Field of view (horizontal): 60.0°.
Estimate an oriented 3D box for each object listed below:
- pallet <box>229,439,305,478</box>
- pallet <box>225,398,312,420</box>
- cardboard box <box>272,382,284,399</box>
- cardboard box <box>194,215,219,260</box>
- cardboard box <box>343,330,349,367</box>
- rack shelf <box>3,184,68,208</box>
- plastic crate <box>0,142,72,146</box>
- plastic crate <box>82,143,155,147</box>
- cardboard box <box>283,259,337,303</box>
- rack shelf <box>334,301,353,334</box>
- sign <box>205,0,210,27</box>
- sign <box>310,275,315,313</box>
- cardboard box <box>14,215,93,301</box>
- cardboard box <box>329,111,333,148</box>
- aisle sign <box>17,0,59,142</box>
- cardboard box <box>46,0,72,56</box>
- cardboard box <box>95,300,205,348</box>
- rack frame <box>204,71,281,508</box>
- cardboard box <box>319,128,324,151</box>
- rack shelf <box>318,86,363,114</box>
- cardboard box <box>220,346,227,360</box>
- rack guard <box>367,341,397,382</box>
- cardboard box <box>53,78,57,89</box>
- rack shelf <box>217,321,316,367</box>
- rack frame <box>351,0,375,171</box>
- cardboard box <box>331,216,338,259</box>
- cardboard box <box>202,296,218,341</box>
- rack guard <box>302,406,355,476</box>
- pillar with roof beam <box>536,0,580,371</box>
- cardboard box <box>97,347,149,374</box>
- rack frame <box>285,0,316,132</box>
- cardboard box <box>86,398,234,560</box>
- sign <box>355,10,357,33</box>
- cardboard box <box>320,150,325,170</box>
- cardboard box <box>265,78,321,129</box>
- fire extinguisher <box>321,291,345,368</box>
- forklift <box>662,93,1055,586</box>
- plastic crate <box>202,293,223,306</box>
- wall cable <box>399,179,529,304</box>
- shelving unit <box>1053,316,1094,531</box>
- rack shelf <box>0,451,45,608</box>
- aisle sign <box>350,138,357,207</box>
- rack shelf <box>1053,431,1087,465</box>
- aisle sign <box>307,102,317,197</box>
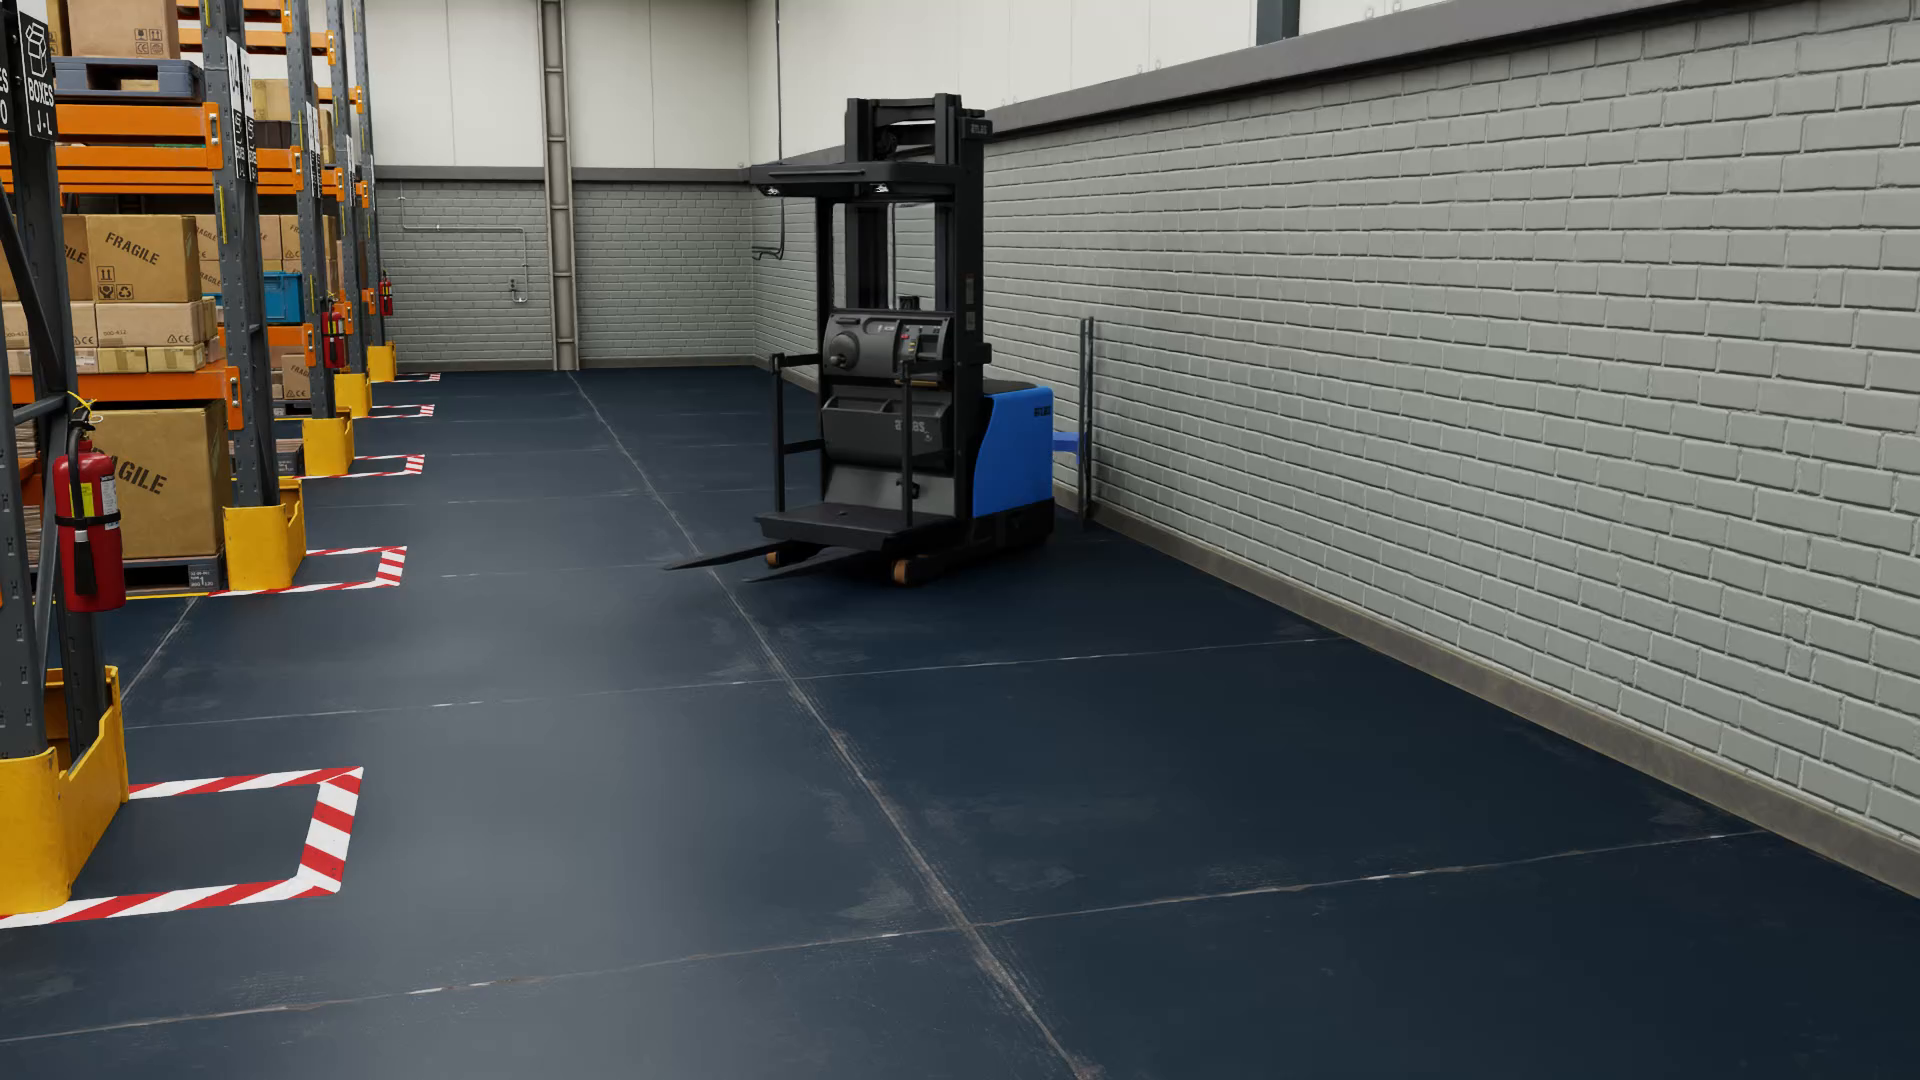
[{"bbox_3d":[-6.556,-0.731,14.934,1.213,0.211,1.003,-3,11,-16],"label":"pallet"},{"bbox_3d":[-7.973,-1.583,19.561,1.213,0.211,1.003,-3,11,-16],"label":"pallet"},{"bbox_3d":[-8.002,-1.746,19.358,0.250,0.166,0.380,-3,11,-16],"label":"cardboard box"},{"bbox_3d":[-8.466,-3.416,18.782,0.500,0.500,0.500,-3,11,-14],"label":"cardboard box"},{"bbox_3d":[-9.167,-2.784,24.128,0.500,0.500,0.700,-3,11,-16],"label":"cardboard box"},{"bbox_3d":[-14.284,-4.677,22.371,4.000,0.370,1.077,-3,11,-16],"label":"rack shelf"},{"bbox_3d":[-7.668,-3.335,13.821,0.530,0.136,0.437,-3,11,-16],"label":"plastic crate"},{"bbox_3d":[-7.297,-3.552,14.445,0.767,0.338,0.504,-3,11,-16],"label":"plastic crate"},{"bbox_3d":[-7.489,-2.978,19.161,0.500,0.500,0.500,-3,11,-14],"label":"cardboard box"},{"bbox_3d":[-9.055,-2.544,19.065,4.000,0.370,1.077,-3,11,-16],"label":"rack shelf"},{"bbox_3d":[-4.231,-3.053,9.334,0.005,0.325,0.100,-3,11,-16],"label":"sign"},{"bbox_3d":[-5.584,-2.123,14.342,0.005,0.325,0.100,-3,11,-16],"label":"sign"},{"bbox_3d":[-5.386,-1.715,10.099,0.500,0.500,0.500,-3,11,-17],"label":"cardboard box"},{"bbox_3d":[-9.291,-5.891,23.881,0.500,0.500,0.500,-3,11,-18],"label":"cardboard box"},{"bbox_3d":[-3.094,-1.743,5.551,0.004,0.787,0.394,-3,11,-16],"label":"aisle sign"},{"bbox_3d":[-5.428,-3.013,9.632,0.500,0.500,0.700,-3,11,-18],"label":"cardboard box"},{"bbox_3d":[-4.761,-1.278,9.797,0.500,0.250,0.500,-3,11,-17],"label":"cardboard box"},{"bbox_3d":[-4.369,-1.276,10.194,0.127,3.000,1.000,-3,11,-16],"label":"rack frame"},{"bbox_3d":[-7.701,-4.665,19.351,0.500,0.250,0.500,-3,11,-16],"label":"cardboard box"},{"bbox_3d":[-10.443,-6.158,23.235,4.000,0.370,1.077,-3,11,-16],"label":"rack shelf"},{"bbox_3d":[-10.640,-2.705,23.698,0.500,0.500,0.700,-3,11,-15],"label":"cardboard box"},{"bbox_3d":[-8.500,-2.631,24.459,0.348,0.500,1.175,-3,11,-16],"label":"rack guard"},{"bbox_3d":[-9.999,-4.844,18.252,0.500,0.500,0.700,-3,11,-16],"label":"cardboard box"},{"bbox_3d":[-7.674,-1.682,14.387,4.000,0.370,1.077,-3,11,-16],"label":"rack shelf"},{"bbox_3d":[-8.523,-6.810,23.683,0.127,3.000,1.000,-3,11,-16],"label":"rack frame"},{"bbox_3d":[-7.634,-3.563,19.577,0.500,0.500,0.500,-3,11,-14],"label":"cardboard box"},{"bbox_3d":[-4.906,-1.371,10.304,0.500,0.250,0.500,-3,11,-17],"label":"cardboard box"},{"bbox_3d":[-5.734,-0.911,15.117,0.348,0.500,1.175,-3,11,-16],"label":"rack guard"},{"bbox_3d":[-4.969,-6.349,21.177,0.400,9.000,9.100,-3,11,-16],"label":"pillar with roof beam"},{"bbox_3d":[-4.868,-1.064,9.735,0.250,0.149,0.380,-3,11,-15],"label":"cardboard box"},{"bbox_3d":[-5.754,-5.088,14.328,0.127,3.000,1.000,-3,11,-16],"label":"rack frame"},{"bbox_3d":[-4.962,-0.392,10.097,0.875,0.875,0.875,-3,11,-16],"label":"cardboard box"},{"bbox_3d":[-8.385,-7.213,23.075,0.005,0.325,0.100,-3,11,-16],"label":"sign"},{"bbox_3d":[-7.699,-4.418,19.391,0.500,0.250,0.500,-3,11,-16],"label":"cardboard box"},{"bbox_3d":[-7.623,-4.986,19.022,0.500,0.500,0.700,-3,11,-16],"label":"cardboard box"},{"bbox_3d":[-5.482,-1.845,14.525,0.183,0.674,0.296,-3,11,-16],"label":"fire extinguisher"},{"bbox_3d":[-0.583,-1.259,10.289,1.130,2.935,3.031,7,12,33],"label":"forklift"},{"bbox_3d":[-6.715,-2.096,14.943,0.300,0.233,0.416,-3,11,-16],"label":"plastic crate"},{"bbox_3d":[-7.558,-4.588,25.380,1.851,1.984,0.084,-3,11,-16],"label":"wall cable"},{"bbox_3d":[0.409,-0.864,12.096,1.048,1.500,0.538,2,11,12],"label":"shelving unit"},{"bbox_3d":[-5.000,0.046,4.999,4.000,0.370,1.077,-3,11,-16],"label":"rack shelf"},{"bbox_3d":[-7.151,-4.332,19.611,0.004,0.787,0.394,-3,11,-16],"label":"aisle sign"},{"bbox_3d":[0.409,-0.687,12.128,1.000,0.185,0.538,2,11,12],"label":"rack shelf"},{"bbox_3d":[-5.603,-3.369,14.379,0.004,0.787,0.394,-3,11,-16],"label":"aisle sign"}]
